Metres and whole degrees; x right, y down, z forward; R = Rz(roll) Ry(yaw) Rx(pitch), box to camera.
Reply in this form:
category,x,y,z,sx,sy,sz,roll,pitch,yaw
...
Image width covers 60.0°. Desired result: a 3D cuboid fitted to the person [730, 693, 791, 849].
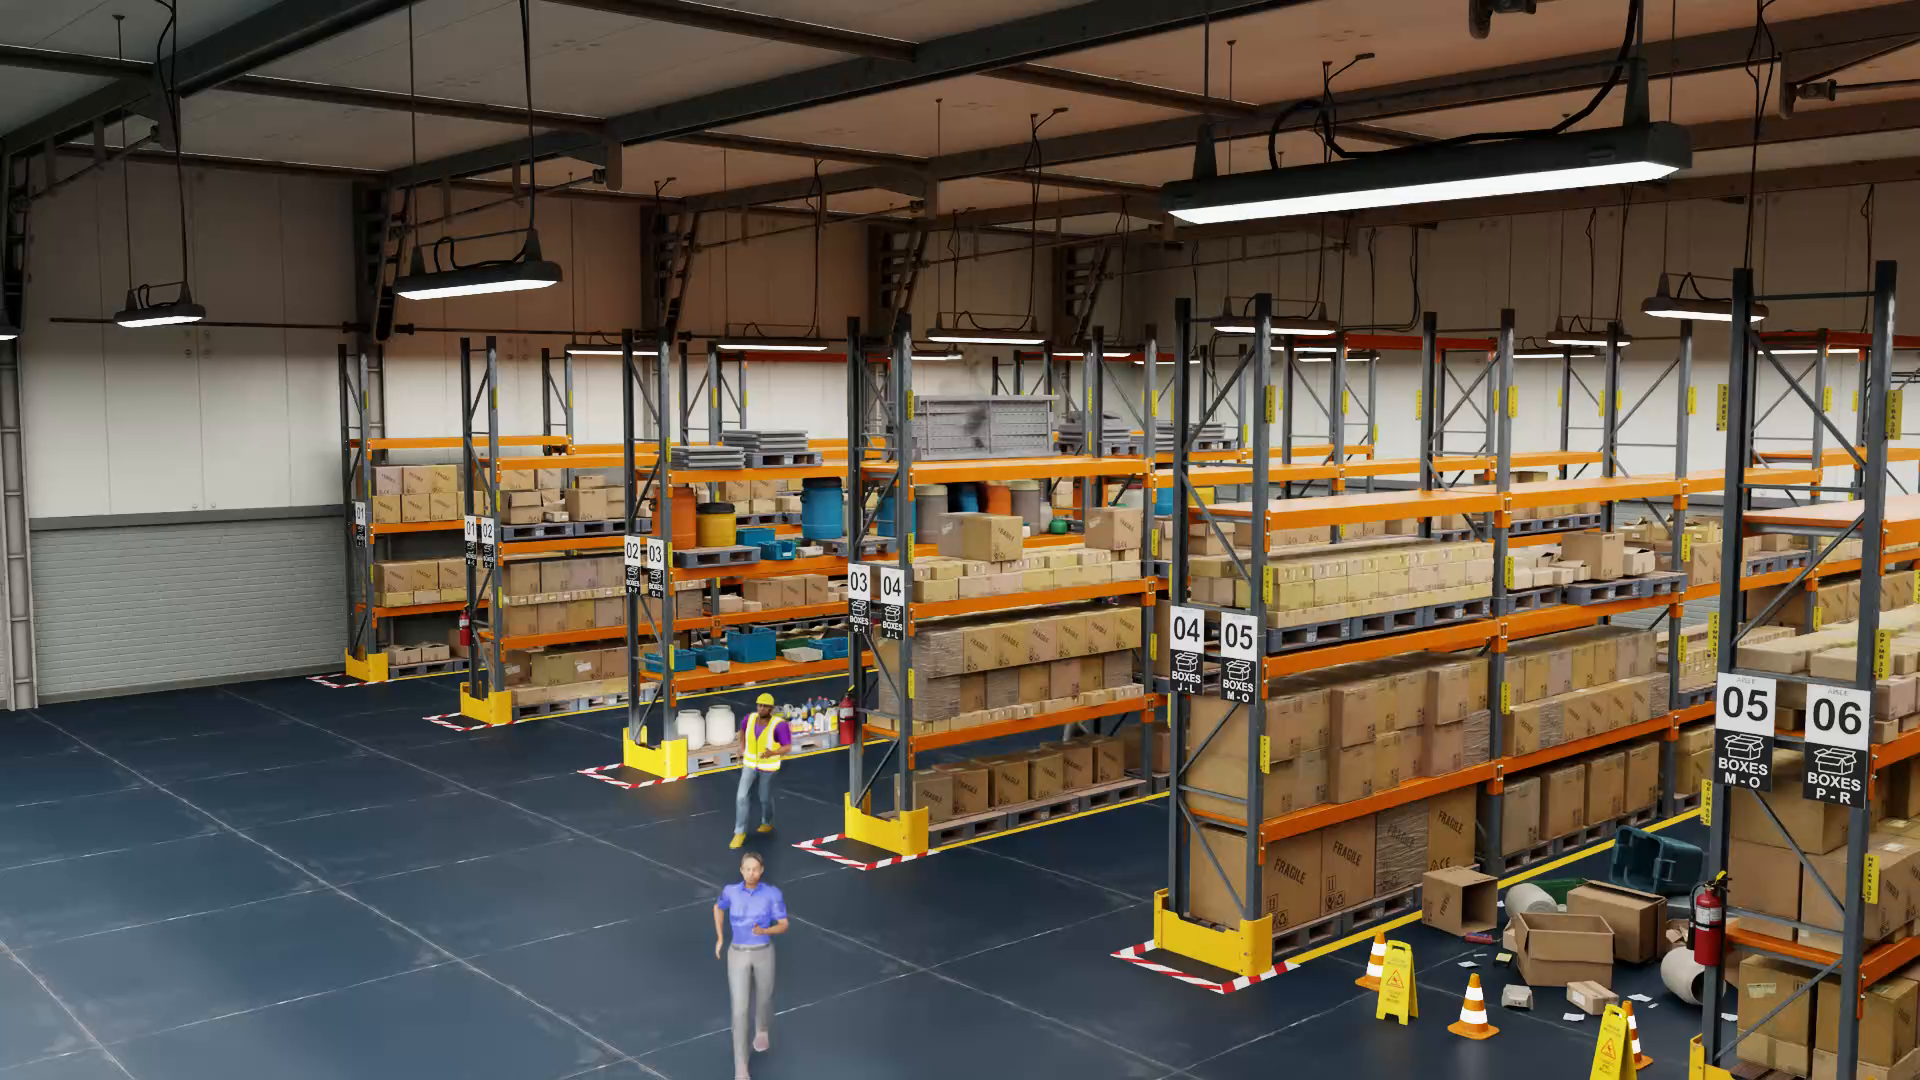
category,x,y,z,sx,sy,sz,roll,pitch,yaw
person,-2.242,2.611,19.007,0.694,1.786,0.814,1,5,12

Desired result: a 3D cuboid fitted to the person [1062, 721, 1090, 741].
category,x,y,z,sx,sy,sz,roll,pitch,yaw
person,1.565,2.183,23.209,0.659,1.786,0.967,5,7,44

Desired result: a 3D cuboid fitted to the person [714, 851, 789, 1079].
category,x,y,z,sx,sy,sz,roll,pitch,yaw
person,-1.581,3.198,12.622,0.563,1.689,0.851,-1,5,-8
